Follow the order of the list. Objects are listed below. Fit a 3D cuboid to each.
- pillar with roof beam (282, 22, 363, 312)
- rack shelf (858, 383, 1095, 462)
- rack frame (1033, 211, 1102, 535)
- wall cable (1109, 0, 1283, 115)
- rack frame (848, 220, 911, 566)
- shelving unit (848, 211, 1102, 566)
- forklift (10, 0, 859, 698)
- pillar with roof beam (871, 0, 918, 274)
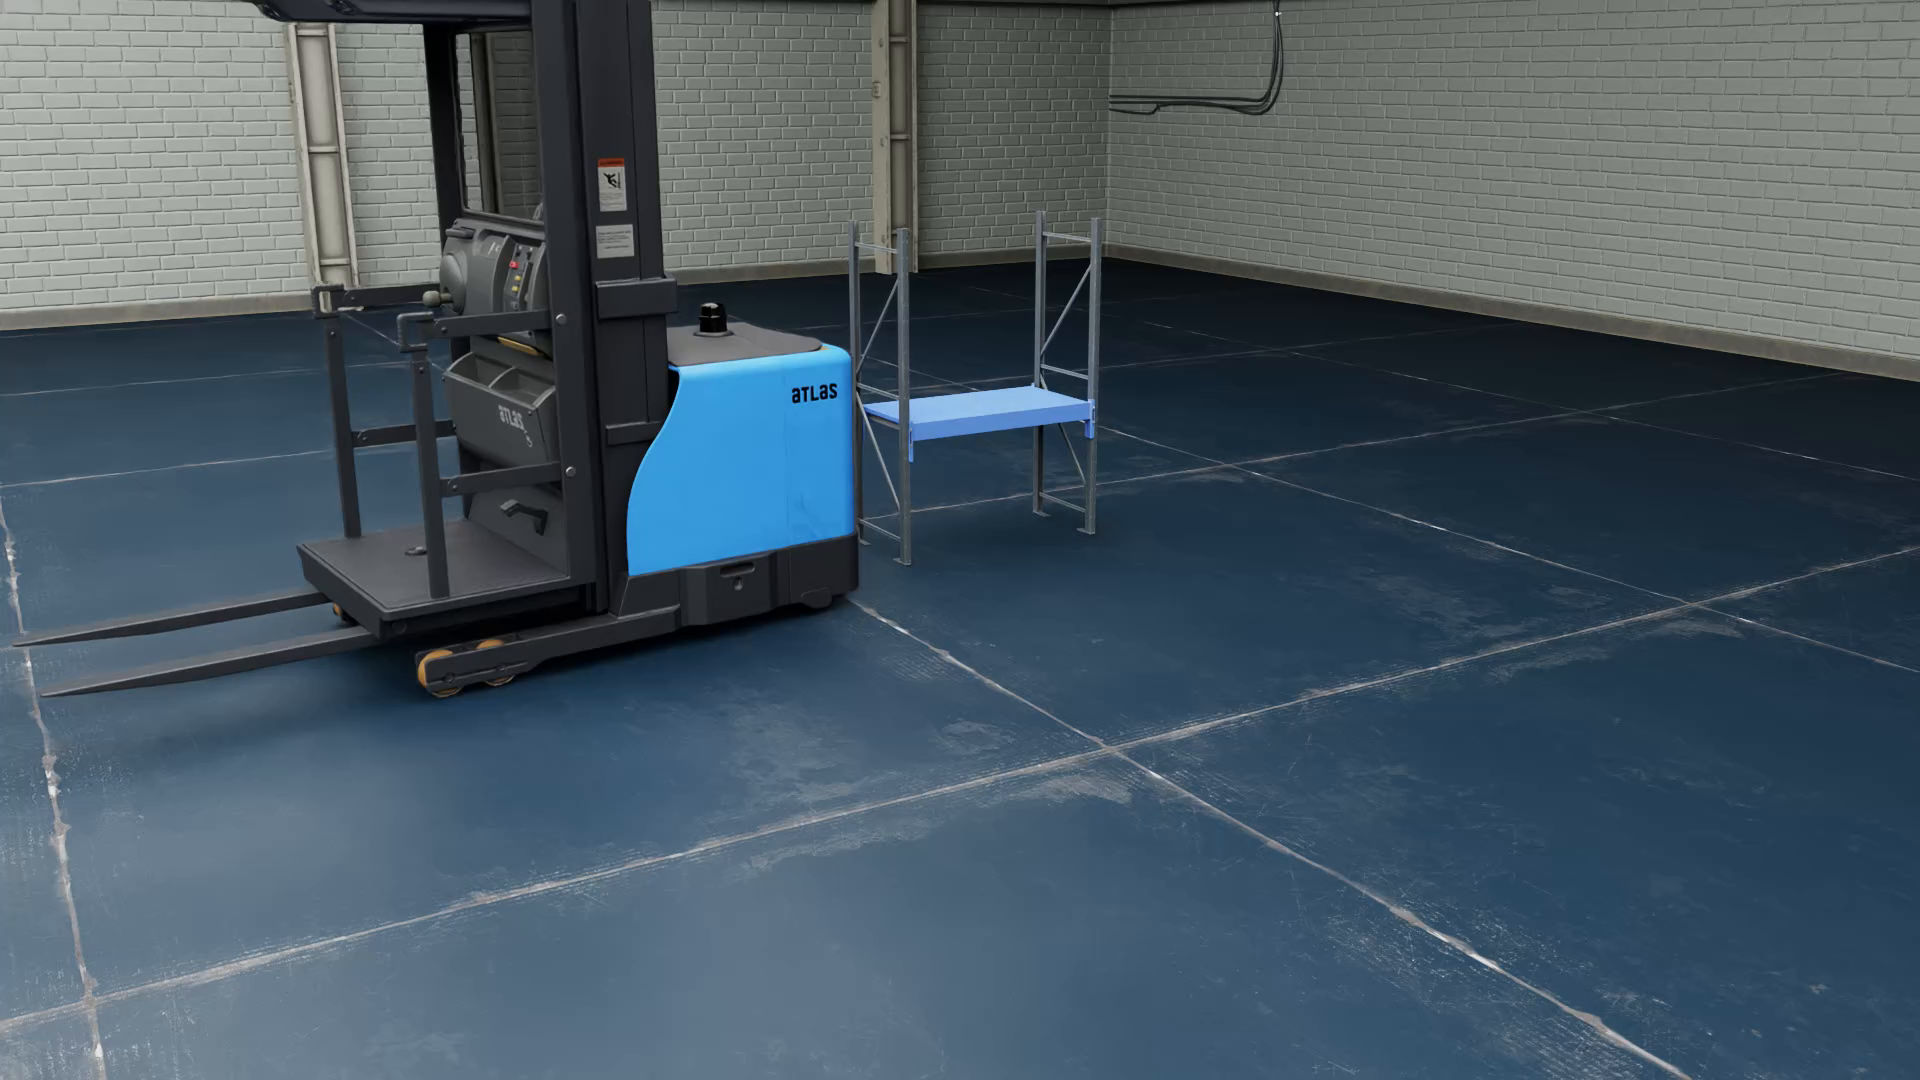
[{"bbox_3d":[-3.637,-5.501,10.863,0.400,9.000,9.100,-9,18,-30],"label":"pillar with roof beam"},{"bbox_3d":[0.073,-0.561,7.798,1.000,0.185,0.538,-9,18,-30],"label":"rack shelf"},{"bbox_3d":[0.509,-0.805,8.002,0.032,1.500,0.500,-9,18,-30],"label":"rack frame"},{"bbox_3d":[2.496,-5.940,18.180,0.112,2.526,3.097,-9,18,-30],"label":"wall cable"},{"bbox_3d":[-0.363,-0.663,7.498,0.032,1.500,0.500,-9,18,-30],"label":"rack frame"},{"bbox_3d":[0.073,-0.734,7.750,1.048,1.500,0.538,-9,18,-30],"label":"shelving unit"},{"bbox_3d":[-1.911,-1.013,6.094,3.031,2.935,1.130,-11,19,-35],"label":"forklift"},{"bbox_3d":[1.506,-6.335,13.838,0.400,9.000,9.100,-9,18,-30],"label":"pillar with roof beam"}]
